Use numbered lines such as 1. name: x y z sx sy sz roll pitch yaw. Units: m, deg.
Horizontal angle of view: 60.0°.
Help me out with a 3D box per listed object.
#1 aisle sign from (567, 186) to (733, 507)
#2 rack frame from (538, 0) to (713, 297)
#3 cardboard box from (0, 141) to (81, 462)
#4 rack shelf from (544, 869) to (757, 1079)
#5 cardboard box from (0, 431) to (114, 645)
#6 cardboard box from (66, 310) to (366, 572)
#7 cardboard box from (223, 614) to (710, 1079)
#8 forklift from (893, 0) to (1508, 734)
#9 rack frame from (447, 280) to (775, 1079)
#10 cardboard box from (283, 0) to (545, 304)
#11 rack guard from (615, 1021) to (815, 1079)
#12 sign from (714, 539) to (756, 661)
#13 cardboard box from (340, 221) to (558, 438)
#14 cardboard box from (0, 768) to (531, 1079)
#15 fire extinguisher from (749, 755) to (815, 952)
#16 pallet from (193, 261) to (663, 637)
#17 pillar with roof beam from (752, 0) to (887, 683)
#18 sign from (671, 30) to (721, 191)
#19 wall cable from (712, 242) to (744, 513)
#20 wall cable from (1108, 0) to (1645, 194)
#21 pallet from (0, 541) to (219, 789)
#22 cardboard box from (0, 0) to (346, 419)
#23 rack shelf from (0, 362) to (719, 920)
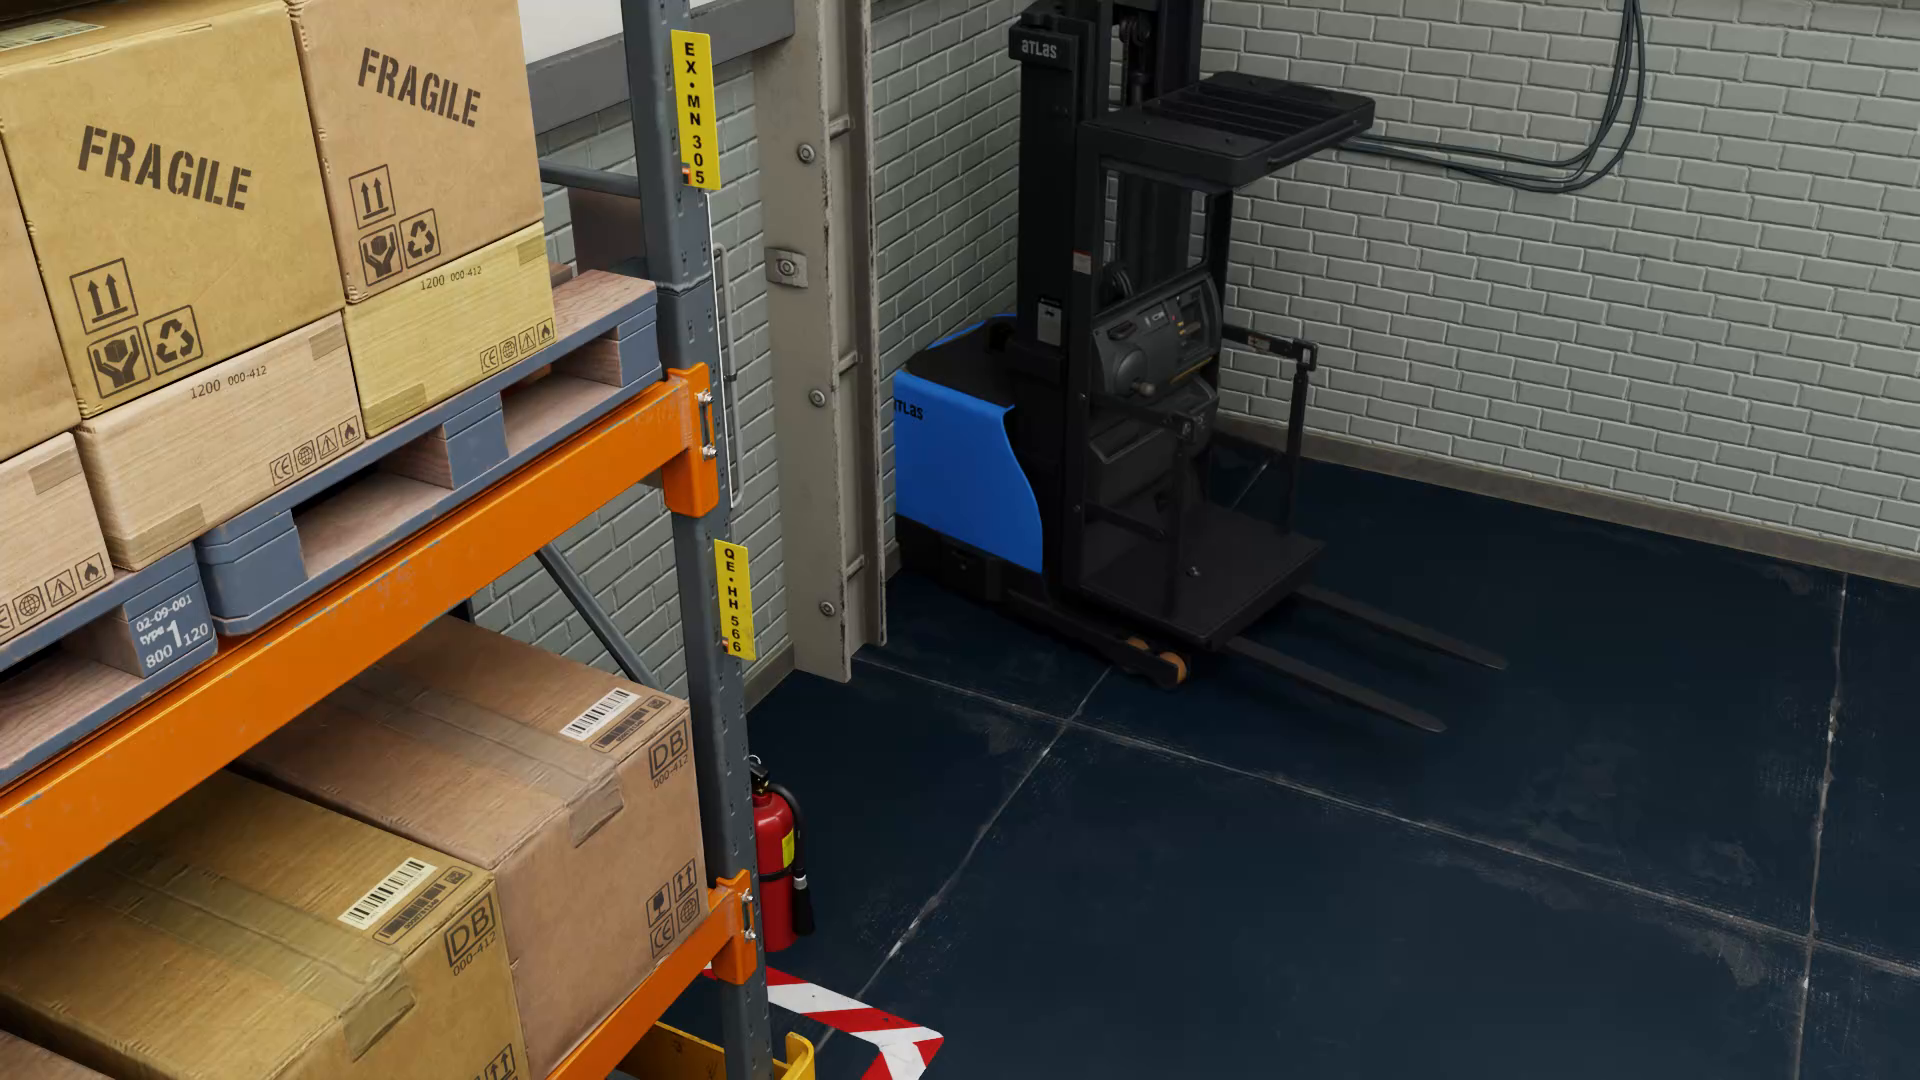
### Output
1. aisle sign: -0.731 -0.466 3.939 0.394 0.787 0.004 14 33 23
2. rack frame: -1.031 -1.976 3.155 1.000 3.000 0.127 14 33 23
3. cardboard box: -1.589 -0.322 2.163 0.500 0.500 0.500 13 32 21
4. rack shelf: -1.942 1.824 3.285 1.077 0.370 4.000 14 33 23
5. cardboard box: -1.597 0.012 2.334 0.500 0.250 0.500 13 32 22
6. cardboard box: -1.364 -0.220 2.738 0.500 0.250 0.500 13 32 21
7. cardboard box: -1.254 0.723 4.177 0.980 0.700 0.700 16 33 25
8. forklift: 1.054 -0.890 7.356 3.031 2.935 1.130 23 37 34
9. rack frame: -1.031 0.625 4.649 1.000 3.000 0.127 14 33 23
10. cardboard box: -1.121 -0.775 2.951 0.500 0.500 0.500 14 33 23
11. rack guard: -1.020 1.698 5.290 1.175 0.500 0.348 14 33 23
12. sign: -0.554 0.150 4.077 0.100 0.325 0.005 14 33 23
13. cardboard box: -1.128 -0.451 3.140 0.500 0.250 0.500 15 33 25
14. cardboard box: -1.576 1.048 3.611 0.980 0.700 0.700 14 33 23
15. fire extinguisher: -0.551 0.858 4.696 0.296 0.674 0.183 14 33 23
16. pallet: -1.360 -0.306 3.348 1.003 0.211 1.213 14 33 23
17. pillar with roof beam: 3.261 -2.393 3.881 9.100 9.000 0.400 14 33 23
18. sign: -0.554 -0.896 3.476 0.100 0.325 0.005 14 33 23
19. wall cable: -1.290 -0.598 5.759 0.084 1.984 1.851 14 33 23
20. wall cable: 1.864 -3.056 8.154 3.097 2.526 0.112 14 33 23
21. pallet: -1.914 0.237 2.402 1.003 0.211 1.213 14 33 23
22. cardboard box: -1.359 -0.556 2.569 0.500 0.500 0.500 15 33 25
23. rack shelf: -1.942 0.523 2.538 1.077 0.370 4.000 14 33 23
